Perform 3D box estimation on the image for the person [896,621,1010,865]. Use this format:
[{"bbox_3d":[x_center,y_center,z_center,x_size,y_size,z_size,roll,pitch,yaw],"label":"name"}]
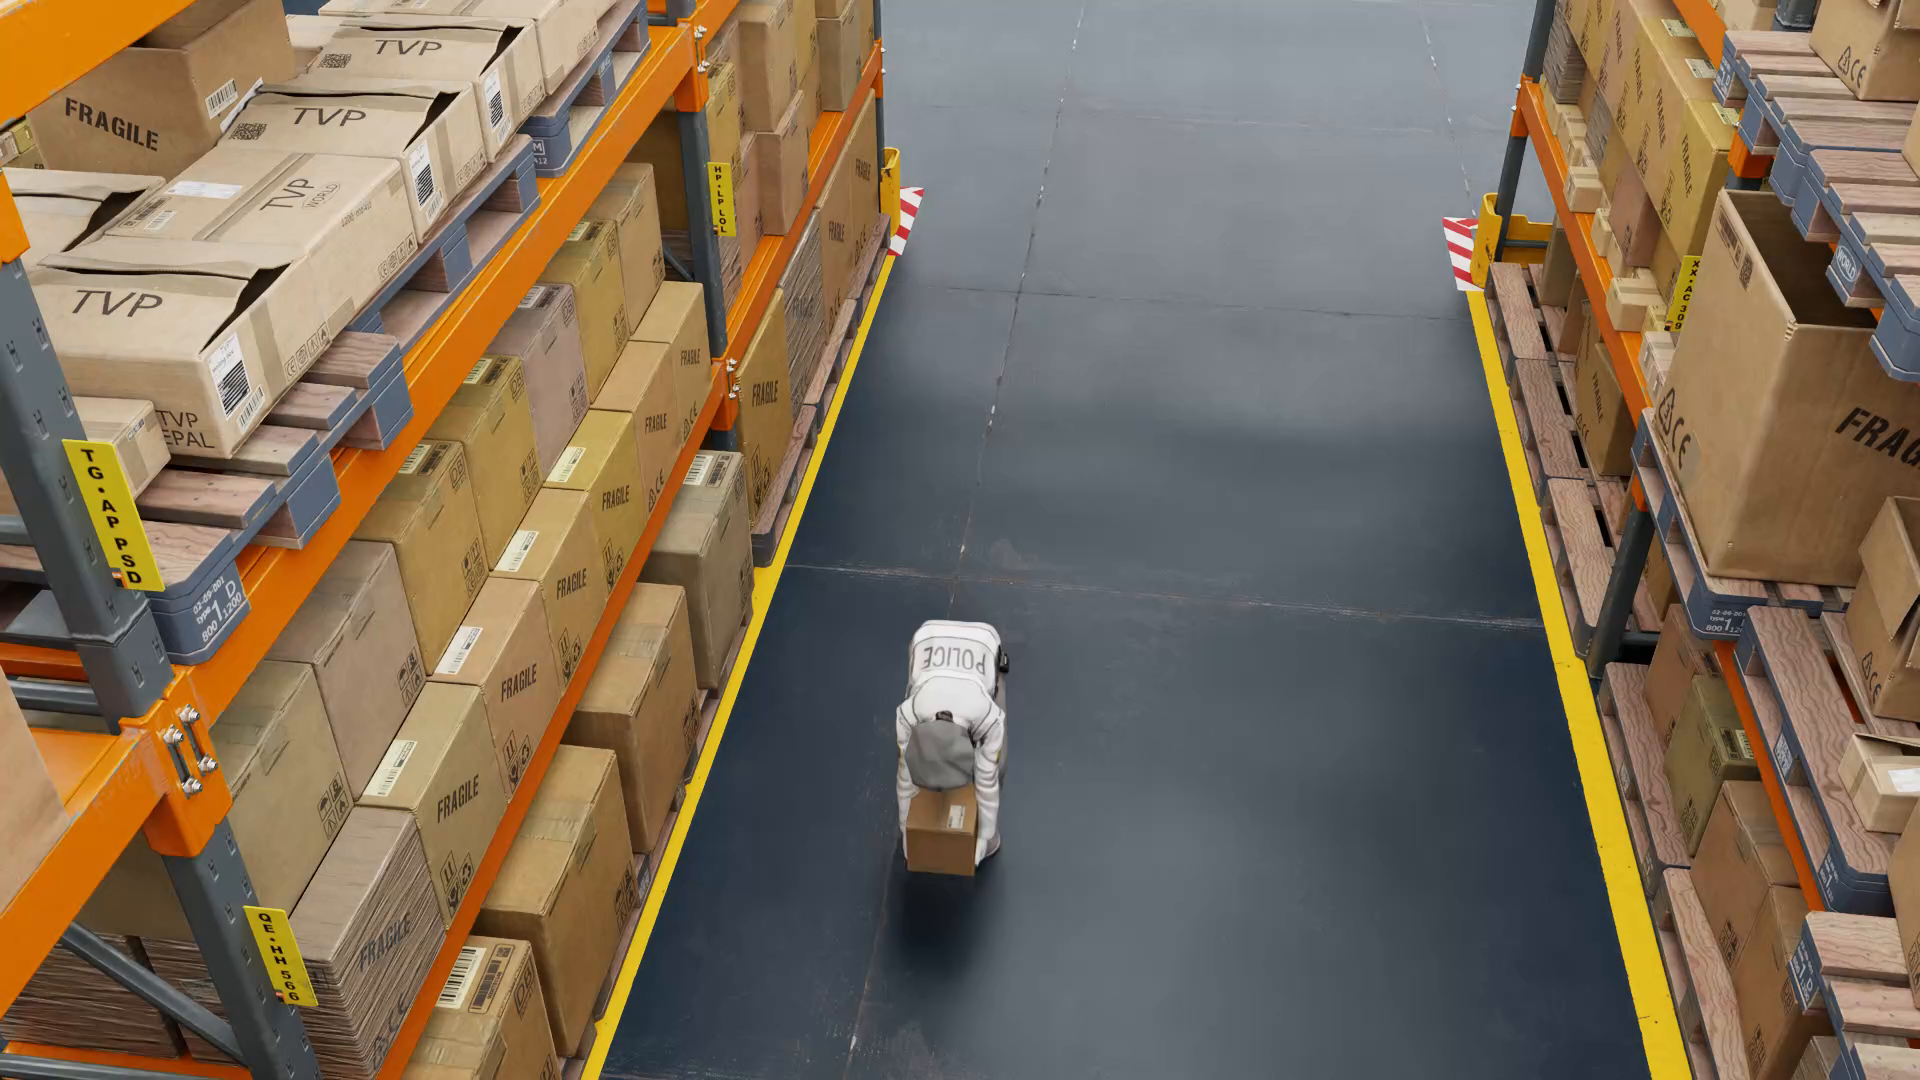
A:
[{"bbox_3d":[-0.037,0.883,6.310,0.415,1.108,0.926,3,36,4],"label":"person"}]
